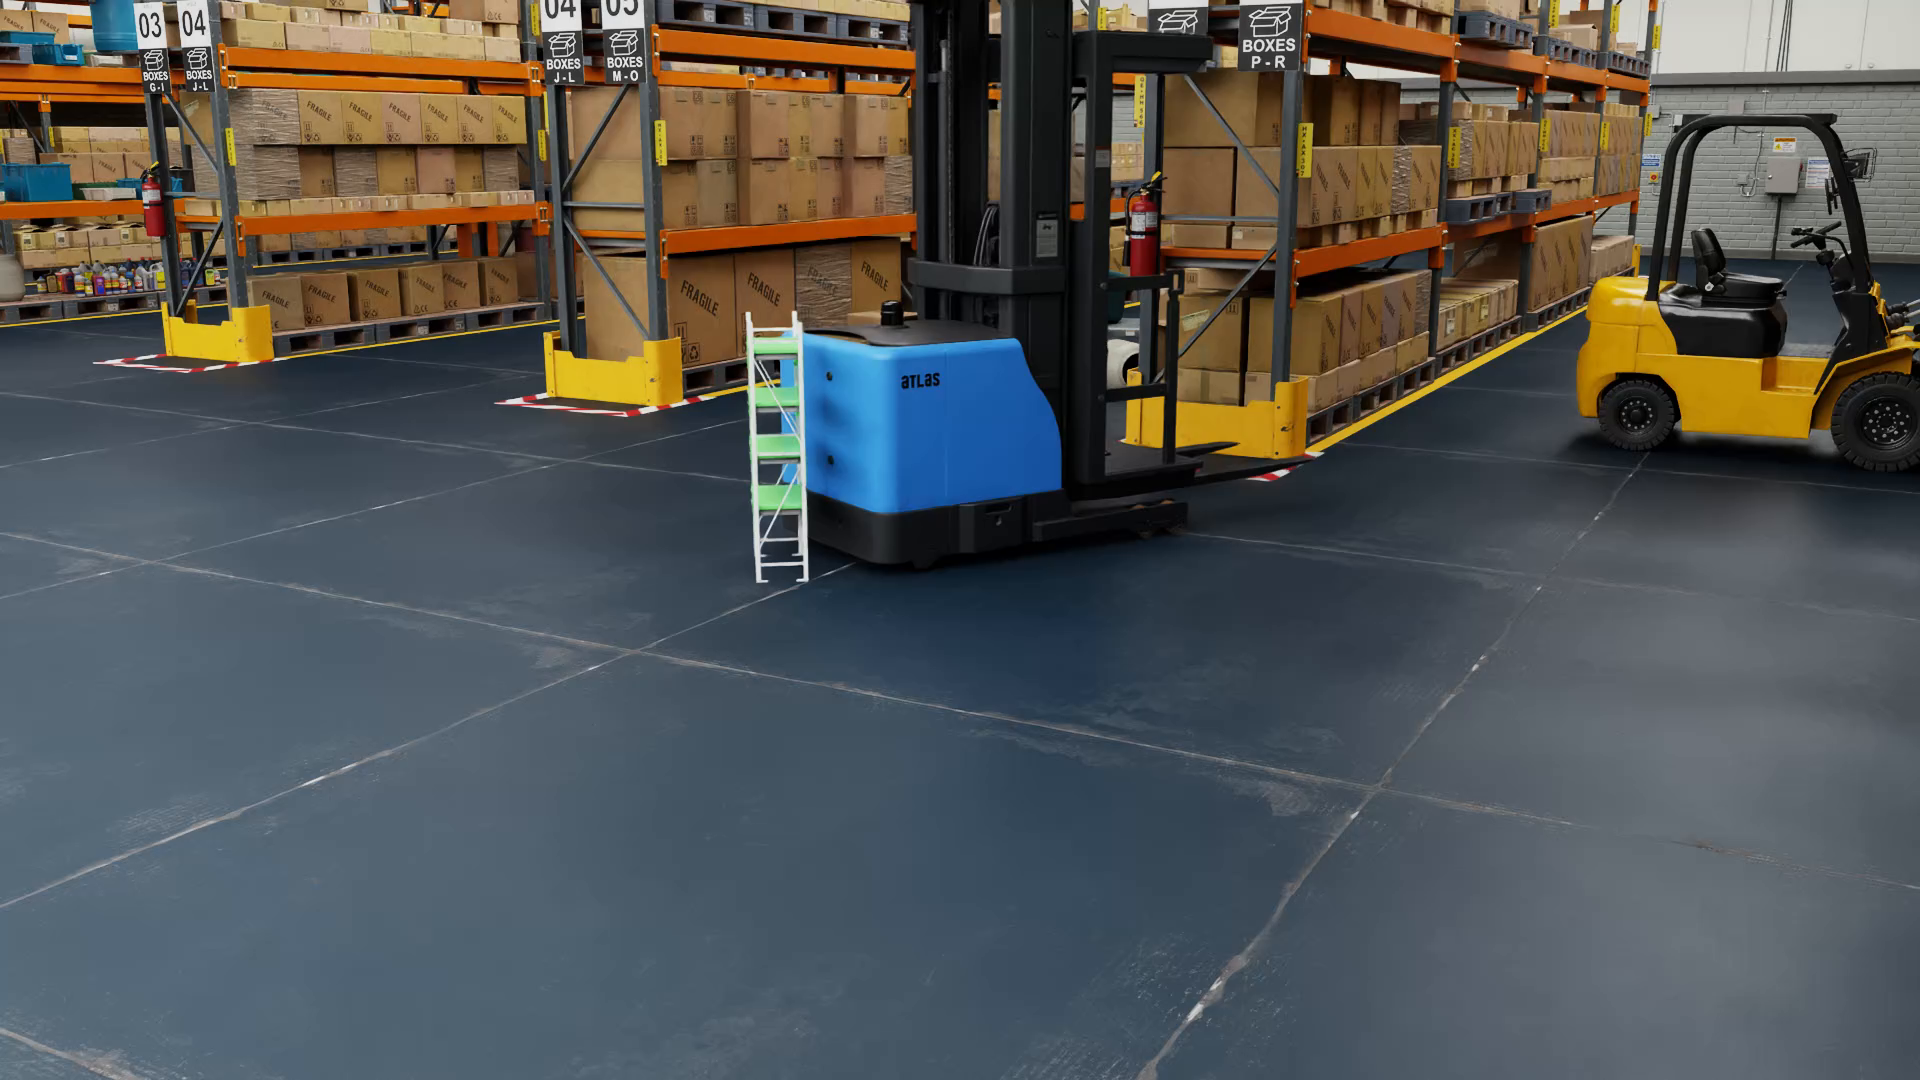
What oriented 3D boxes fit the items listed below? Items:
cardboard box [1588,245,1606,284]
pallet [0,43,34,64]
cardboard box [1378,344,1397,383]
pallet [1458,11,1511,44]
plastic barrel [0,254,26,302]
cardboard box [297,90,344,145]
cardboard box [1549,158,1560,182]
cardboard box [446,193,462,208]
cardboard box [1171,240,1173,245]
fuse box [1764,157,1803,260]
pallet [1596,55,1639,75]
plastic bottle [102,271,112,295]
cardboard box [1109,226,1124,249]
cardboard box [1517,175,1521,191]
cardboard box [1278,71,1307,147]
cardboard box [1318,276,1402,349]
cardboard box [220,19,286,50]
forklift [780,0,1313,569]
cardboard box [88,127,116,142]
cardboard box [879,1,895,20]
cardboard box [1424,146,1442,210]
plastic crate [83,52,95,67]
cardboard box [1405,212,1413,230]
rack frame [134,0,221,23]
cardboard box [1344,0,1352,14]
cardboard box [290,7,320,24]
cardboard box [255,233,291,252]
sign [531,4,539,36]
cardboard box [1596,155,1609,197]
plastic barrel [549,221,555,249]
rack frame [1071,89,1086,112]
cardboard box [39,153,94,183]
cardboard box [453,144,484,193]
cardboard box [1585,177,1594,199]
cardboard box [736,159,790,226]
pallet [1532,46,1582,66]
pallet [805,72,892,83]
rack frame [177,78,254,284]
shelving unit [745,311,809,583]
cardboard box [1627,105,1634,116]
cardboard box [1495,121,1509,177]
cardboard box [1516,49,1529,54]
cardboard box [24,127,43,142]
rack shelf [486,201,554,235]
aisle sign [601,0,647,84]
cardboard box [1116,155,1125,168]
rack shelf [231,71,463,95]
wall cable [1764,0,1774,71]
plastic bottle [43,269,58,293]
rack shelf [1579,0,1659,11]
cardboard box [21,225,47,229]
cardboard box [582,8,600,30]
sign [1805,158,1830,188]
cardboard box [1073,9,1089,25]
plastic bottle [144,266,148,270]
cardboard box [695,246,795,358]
[{"bbox_3d":[7.849,-3.586,21.578,0.875,0.438,0.875,7,15,27],"label":"cardboard box"},{"bbox_3d":[-10.875,-5.258,17.944,1.003,0.211,1.213,7,15,28],"label":"pallet"},{"bbox_3d":[3.035,-1.371,12.790,0.500,0.250,0.500,8,16,29],"label":"cardboard box"},{"bbox_3d":[3.976,-4.351,14.181,1.213,0.211,1.003,7,15,28],"label":"pallet"},{"bbox_3d":[-10.867,-2.974,18.881,0.421,0.512,0.421,0,14,0],"label":"plastic barrel"},{"bbox_3d":[-6.272,-4.034,15.886,0.500,0.500,0.500,7,15,28],"label":"cardboard box"},{"bbox_3d":[6.230,-4.042,18.152,0.500,0.250,0.500,8,16,29],"label":"cardboard box"},{"bbox_3d":[-5.500,-3.598,17.592,0.380,0.149,0.250,7,15,28],"label":"cardboard box"},{"bbox_3d":[2.684,-3.754,22.142,0.500,0.500,0.500,7,15,27],"label":"cardboard box"},{"bbox_3d":[13.859,-5.596,28.096,0.539,1.711,0.414,7,15,28],"label":"fuse box"},{"bbox_3d":[8.447,-6.342,22.227,1.003,0.211,1.213,7,15,28],"label":"pallet"},{"bbox_3d":[-10.045,-3.027,19.572,0.097,0.271,0.097,0,14,0],"label":"plastic bottle"},{"bbox_3d":[1.681,-3.698,20.308,0.500,0.250,0.500,7,15,26],"label":"cardboard box"},{"bbox_3d":[5.288,-3.507,16.321,0.380,0.149,0.250,7,15,25],"label":"cardboard box"},{"bbox_3d":[1.958,-2.960,11.431,0.700,0.500,0.500,8,15,29],"label":"cardboard box"},{"bbox_3d":[3.043,-1.740,12.722,0.500,0.500,0.500,8,16,31],"label":"cardboard box"},{"bbox_3d":[-6.565,-4.626,15.243,0.500,0.250,0.500,8,16,30],"label":"cardboard box"},{"bbox_3d":[0.587,-1.534,8.642,3.031,2.935,1.130,-9,16,-34],"label":"forklift"},{"bbox_3d":[-15.461,-7.238,29.666,0.500,0.250,0.500,7,15,27],"label":"cardboard box"},{"bbox_3d":[-0.816,-4.836,15.217,0.380,0.149,0.250,8,16,29],"label":"cardboard box"},{"bbox_3d":[3.587,-2.943,13.493,0.500,0.500,0.500,7,15,27],"label":"cardboard box"},{"bbox_3d":[-10.428,-5.616,19.478,0.336,0.188,0.450,7,15,28],"label":"plastic crate"},{"bbox_3d":[3.387,-2.550,13.247,0.380,0.149,0.250,7,15,28],"label":"cardboard box"},{"bbox_3d":[-7.024,-6.088,14.585,1.000,3.000,0.127,7,15,28],"label":"rack frame"},{"bbox_3d":[2.400,-3.584,11.135,0.380,0.149,0.250,7,15,28],"label":"cardboard box"},{"bbox_3d":[-6.271,-4.937,15.679,0.380,0.149,0.250,8,16,30],"label":"cardboard box"},{"bbox_3d":[-11.357,-4.996,27.249,0.500,0.500,0.500,8,16,30],"label":"cardboard box"},{"bbox_3d":[-4.612,-5.642,18.031,0.100,0.325,0.005,7,15,28],"label":"sign"},{"bbox_3d":[7.908,-4.626,21.107,0.500,0.500,0.500,8,16,30],"label":"cardboard box"},{"bbox_3d":[-6.531,-4.829,26.574,0.421,0.512,0.421,0,14,0],"label":"plastic barrel"},{"bbox_3d":[1.136,-4.230,19.679,1.000,3.000,0.127,7,15,28],"label":"rack frame"},{"bbox_3d":[-13.121,-5.428,24.433,0.500,0.500,0.500,9,16,32],"label":"cardboard box"},{"bbox_3d":[-5.635,-4.001,17.883,0.875,0.500,0.500,7,15,28],"label":"cardboard box"},{"bbox_3d":[7.456,-4.317,20.360,0.500,0.250,0.500,7,15,27],"label":"cardboard box"},{"bbox_3d":[-1.964,-2.959,14.086,0.875,0.550,0.550,7,15,28],"label":"cardboard box"},{"bbox_3d":[6.321,-5.424,18.635,1.003,0.211,1.213,8,16,31],"label":"pallet"},{"bbox_3d":[-1.623,-6.805,24.368,0.805,0.209,1.217,7,15,26],"label":"pallet"},{"bbox_3d":[-9.427,-4.553,21.020,1.000,3.000,0.127,7,15,28],"label":"rack frame"},{"bbox_3d":[-0.861,-0.447,7.827,0.258,1.200,0.503,-2,14,-8],"label":"shelving unit"},{"bbox_3d":[9.077,-5.921,22.961,0.380,0.149,0.250,8,16,29],"label":"cardboard box"},{"bbox_3d":[4.794,-3.640,15.486,0.500,0.500,0.500,7,15,26],"label":"cardboard box"},{"bbox_3d":[5.436,-4.886,16.535,0.380,0.149,0.250,7,15,28],"label":"cardboard box"},{"bbox_3d":[-16.173,-7.186,29.451,0.500,0.250,0.500,8,16,30],"label":"cardboard box"},{"bbox_3d":[-4.124,-4.053,20.478,1.077,0.370,4.000,7,15,28],"label":"rack shelf"},{"bbox_3d":[-2.503,-3.804,12.365,0.394,0.787,0.004,7,15,28],"label":"aisle sign"},{"bbox_3d":[1.801,-4.644,20.402,0.380,0.149,0.250,7,15,26],"label":"cardboard box"},{"bbox_3d":[-8.460,-6.072,22.454,1.077,0.370,4.000,7,15,28],"label":"rack shelf"},{"bbox_3d":[12.546,-9.361,28.161,2.355,3.000,0.029,7,15,28],"label":"wall cable"},{"bbox_3d":[-10.816,-3.078,19.759,0.061,0.283,0.133,8,16,29],"label":"plastic bottle"},{"bbox_3d":[8.419,-7.293,21.973,1.077,0.370,4.000,7,15,28],"label":"rack shelf"},{"bbox_3d":[-13.570,-4.478,24.483,0.500,0.311,0.500,8,16,30],"label":"cardboard box"},{"bbox_3d":[-4.322,-5.983,19.435,0.797,0.503,0.637,8,16,30],"label":"cardboard box"},{"bbox_3d":[14.392,-6.163,27.900,0.329,0.494,0.001,7,15,28],"label":"sign"},{"bbox_3d":[1.339,-6.328,20.136,0.396,0.266,0.258,7,15,28],"label":"cardboard box"},{"bbox_3d":[-9.837,-3.182,20.191,0.061,0.283,0.133,7,15,28],"label":"plastic bottle"},{"bbox_3d":[-2.038,-2.087,14.429,0.875,0.875,0.875,7,15,27],"label":"cardboard box"}]
